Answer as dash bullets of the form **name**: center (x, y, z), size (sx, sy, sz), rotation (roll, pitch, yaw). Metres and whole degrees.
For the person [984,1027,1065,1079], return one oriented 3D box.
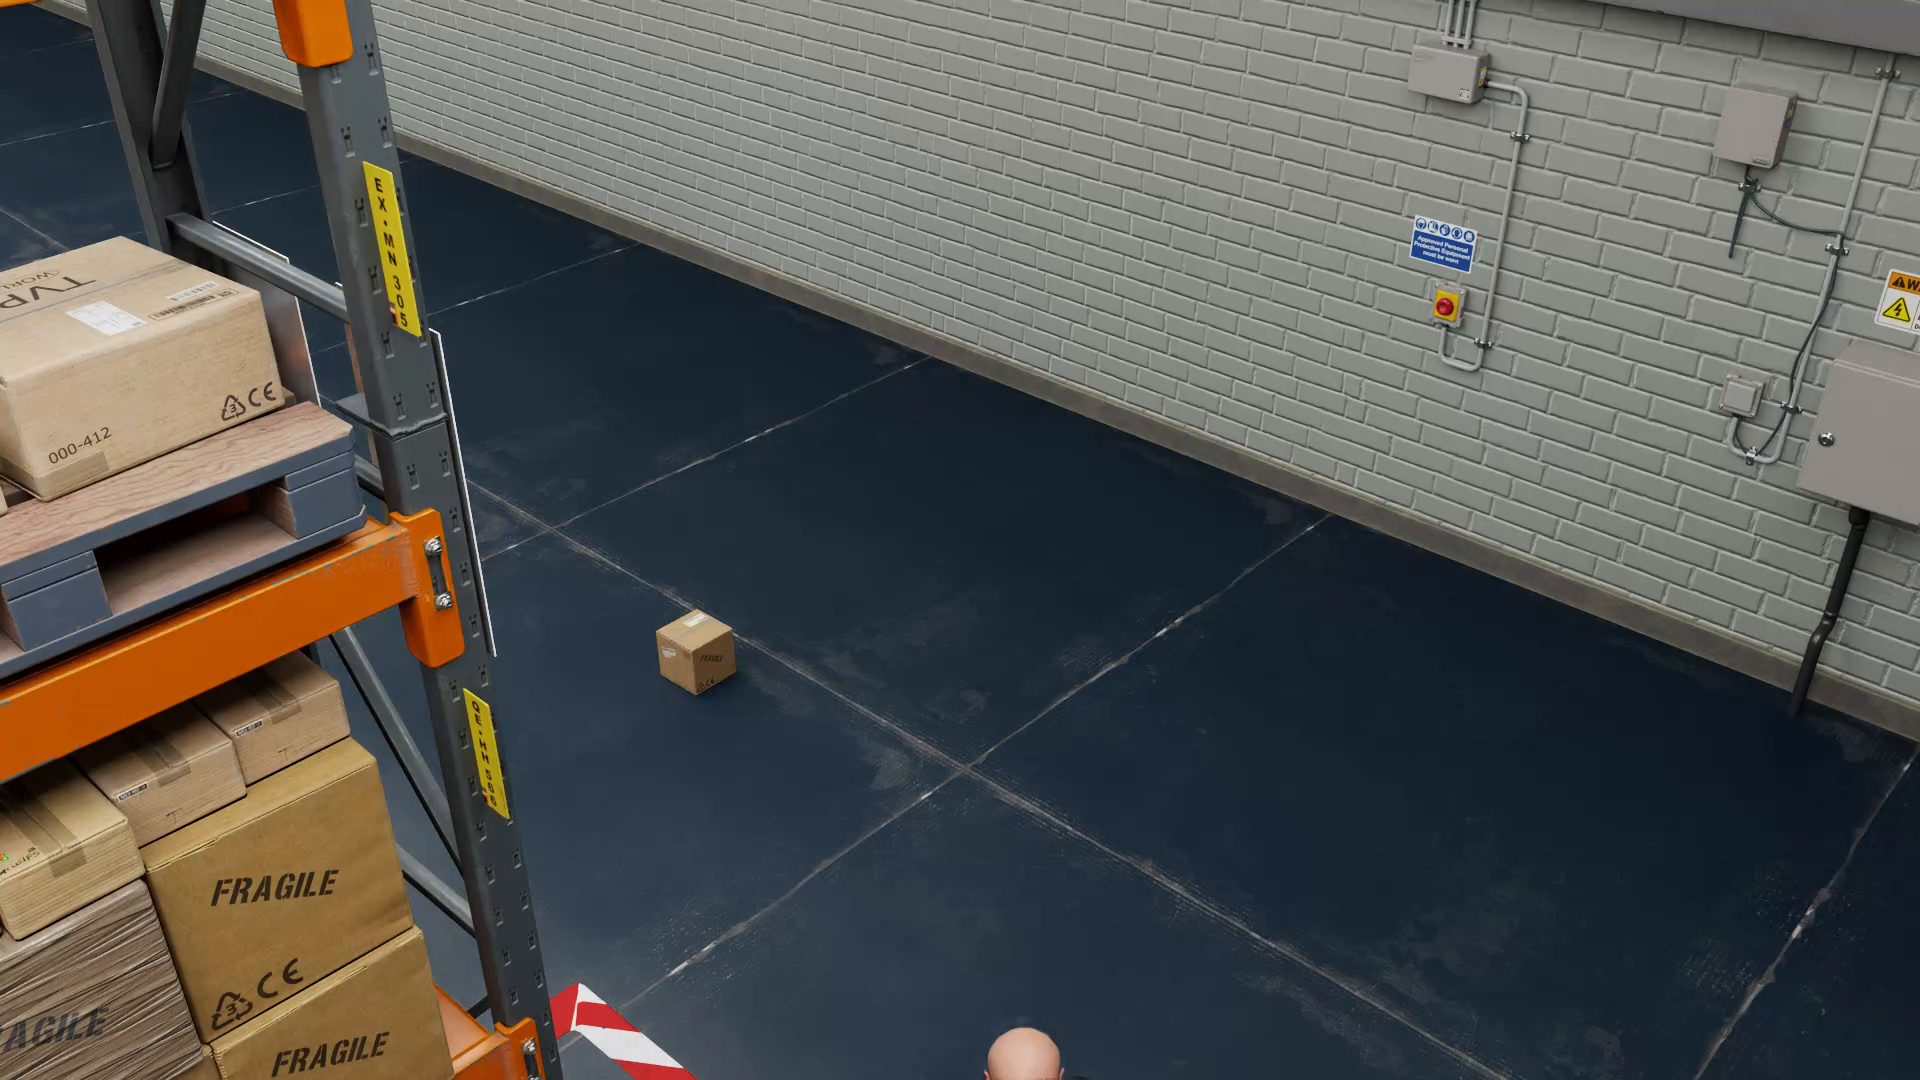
- **person**: center (0.174, 1.872, 4.026), size (0.550, 1.669, 0.969), rotation (-8, 32, -13)
